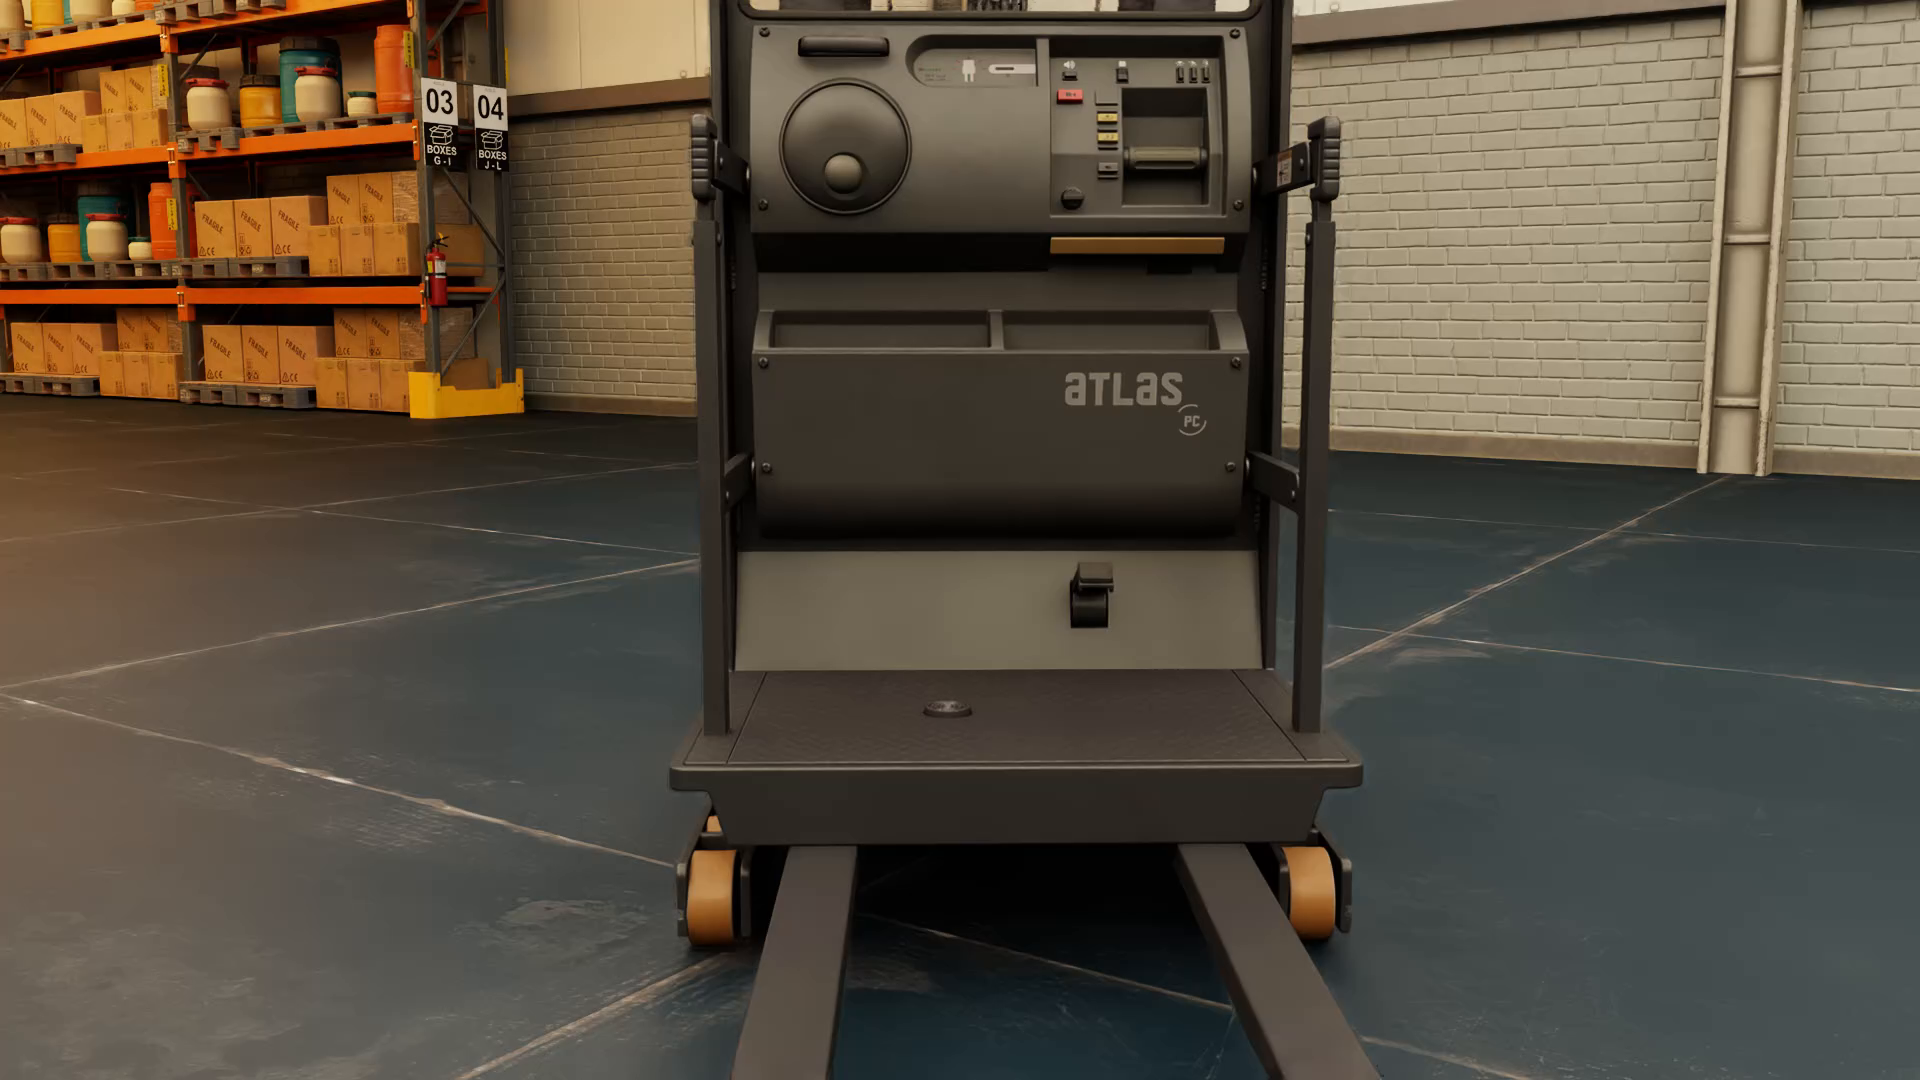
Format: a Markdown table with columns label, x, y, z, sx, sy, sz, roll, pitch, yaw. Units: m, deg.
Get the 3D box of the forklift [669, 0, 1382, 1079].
| label | x | y | z | sx | sy | sz | roll | pitch | yaw |
| --- | --- | --- | --- | --- | --- | --- | --- | --- | --- |
| forklift | 0.082 | -0.811 | 2.897 | 1.130 | 2.935 | 3.031 | 0 | 8 | -1 |
